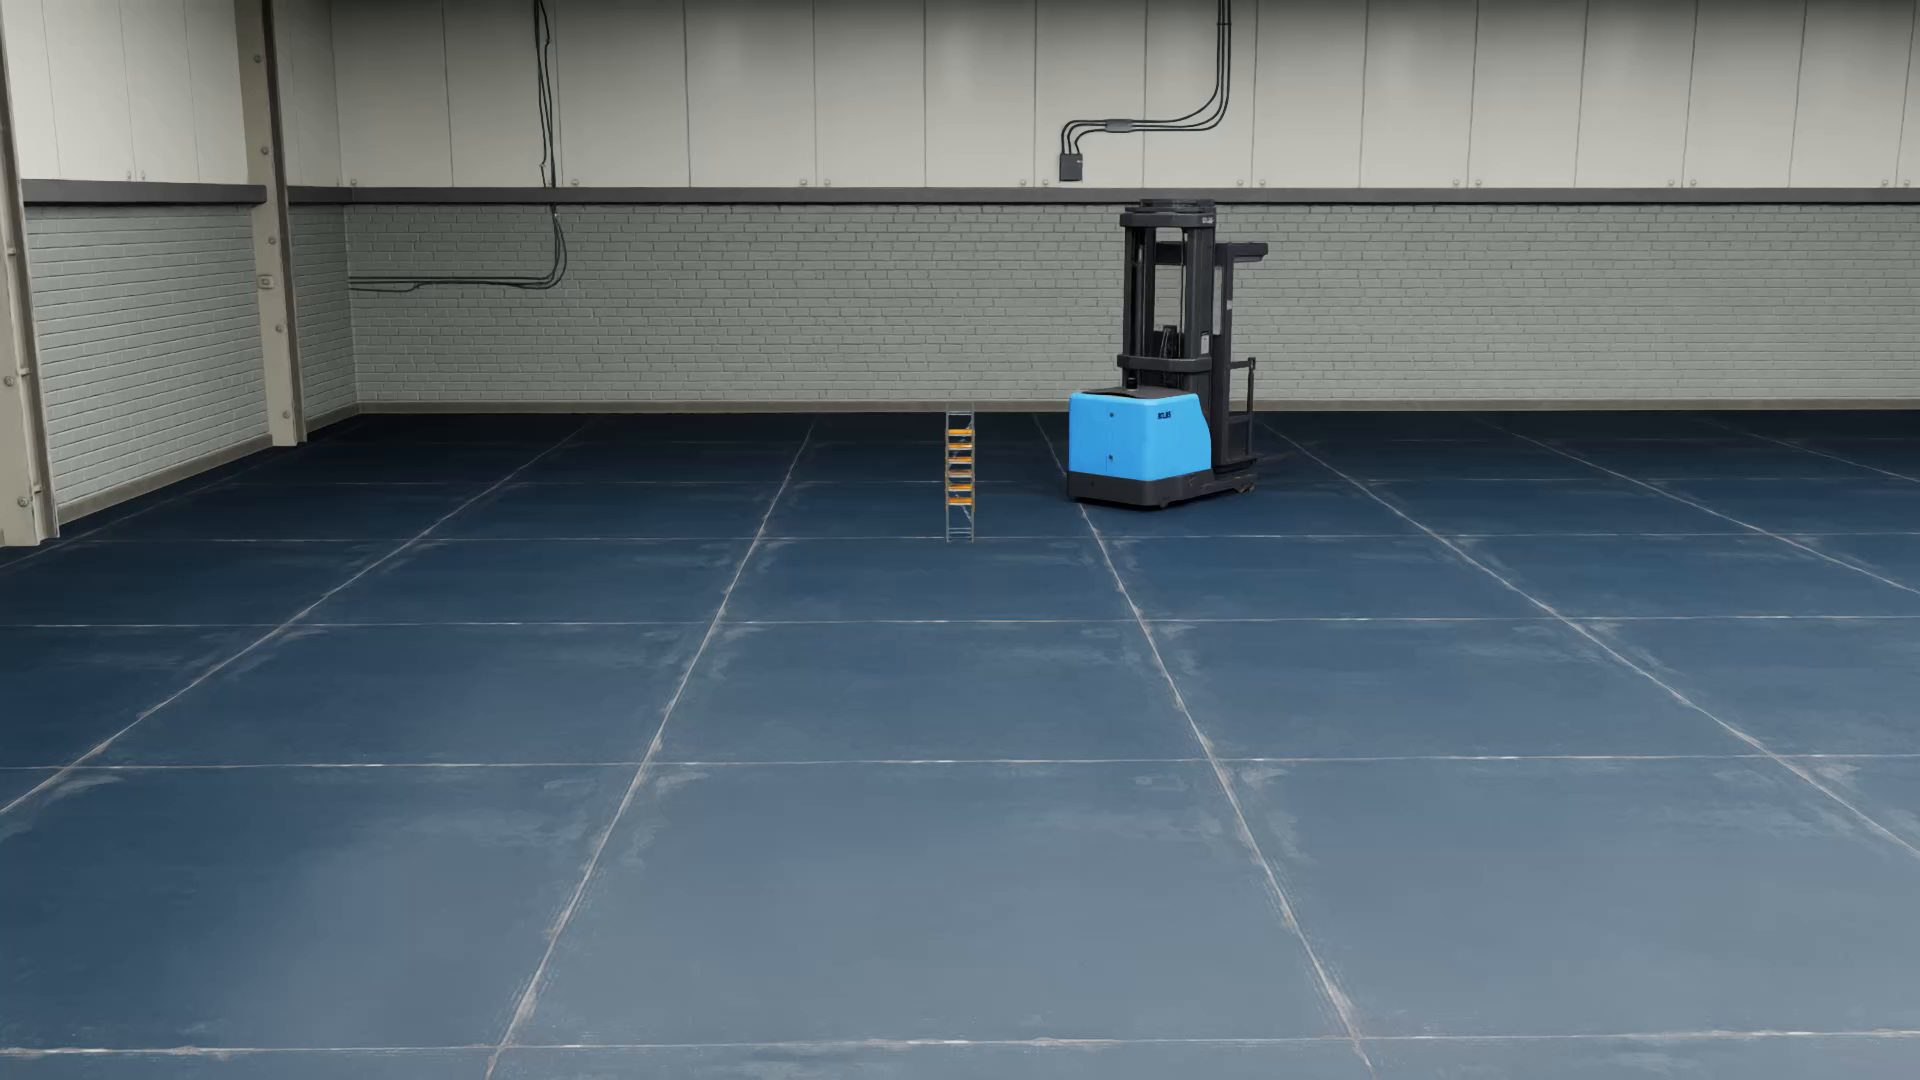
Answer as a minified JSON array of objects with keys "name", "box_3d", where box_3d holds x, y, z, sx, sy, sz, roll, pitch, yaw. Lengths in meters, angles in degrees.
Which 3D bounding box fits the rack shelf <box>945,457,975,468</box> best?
[{"name":"rack shelf","box_3d":[0.000,-0.665,14.439,0.258,0.103,0.180,0,11,-1]}]

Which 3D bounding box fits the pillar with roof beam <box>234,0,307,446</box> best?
[{"name":"pillar with roof beam","box_3d":[-3.925,-5.610,19.578,9.100,9.000,0.400,0,11,-1]}]

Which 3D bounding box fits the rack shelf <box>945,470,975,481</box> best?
[{"name":"rack shelf","box_3d":[0.000,-0.547,14.463,0.258,0.103,0.180,0,11,-1]}]

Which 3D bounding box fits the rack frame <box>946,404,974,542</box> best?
[{"name":"rack frame","box_3d":[0.002,-0.573,14.364,0.240,1.200,0.006,0,11,-1]}]

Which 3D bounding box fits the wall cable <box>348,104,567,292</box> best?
[{"name":"wall cable","box_3d":[-6.967,-4.662,22.713,3.097,2.526,0.112,0,11,-1]}]

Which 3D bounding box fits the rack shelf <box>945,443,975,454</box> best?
[{"name":"rack shelf","box_3d":[0.000,-0.783,14.415,0.258,0.103,0.180,0,11,-1]}]

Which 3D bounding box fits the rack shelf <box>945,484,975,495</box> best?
[{"name":"rack shelf","box_3d":[0.000,-0.430,14.487,0.258,0.103,0.180,0,11,-1]}]

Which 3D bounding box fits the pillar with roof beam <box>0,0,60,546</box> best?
[{"name":"pillar with roof beam","box_3d":[-3.801,-4.417,13.699,9.100,9.000,0.400,0,11,-1]}]

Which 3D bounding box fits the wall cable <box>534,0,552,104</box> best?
[{"name":"wall cable","box_3d":[-4.263,-7.148,22.266,3.097,2.526,0.112,0,11,-1]}]

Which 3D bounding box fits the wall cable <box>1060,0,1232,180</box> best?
[{"name":"wall cable","box_3d":[2.524,-7.886,22.243,2.305,6.003,0.169,0,11,-1]}]

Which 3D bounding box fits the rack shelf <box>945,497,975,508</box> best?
[{"name":"rack shelf","box_3d":[0.000,-0.312,14.511,0.258,0.103,0.180,0,11,-1]}]

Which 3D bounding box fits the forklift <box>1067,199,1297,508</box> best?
[{"name":"forklift","box_3d":[2.407,-1.977,16.932,1.130,2.935,3.031,10,15,41]}]

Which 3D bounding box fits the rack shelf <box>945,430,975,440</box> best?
[{"name":"rack shelf","box_3d":[0.000,-0.900,14.391,0.258,0.103,0.180,0,11,-1]}]

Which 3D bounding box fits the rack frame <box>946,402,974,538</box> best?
[{"name":"rack frame","box_3d":[-0.002,-0.609,14.544,0.240,1.200,0.006,0,11,-1]}]

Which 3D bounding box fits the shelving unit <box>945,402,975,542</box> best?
[{"name":"shelving unit","box_3d":[0.000,-0.591,14.454,0.258,1.200,0.189,0,11,-1]}]
